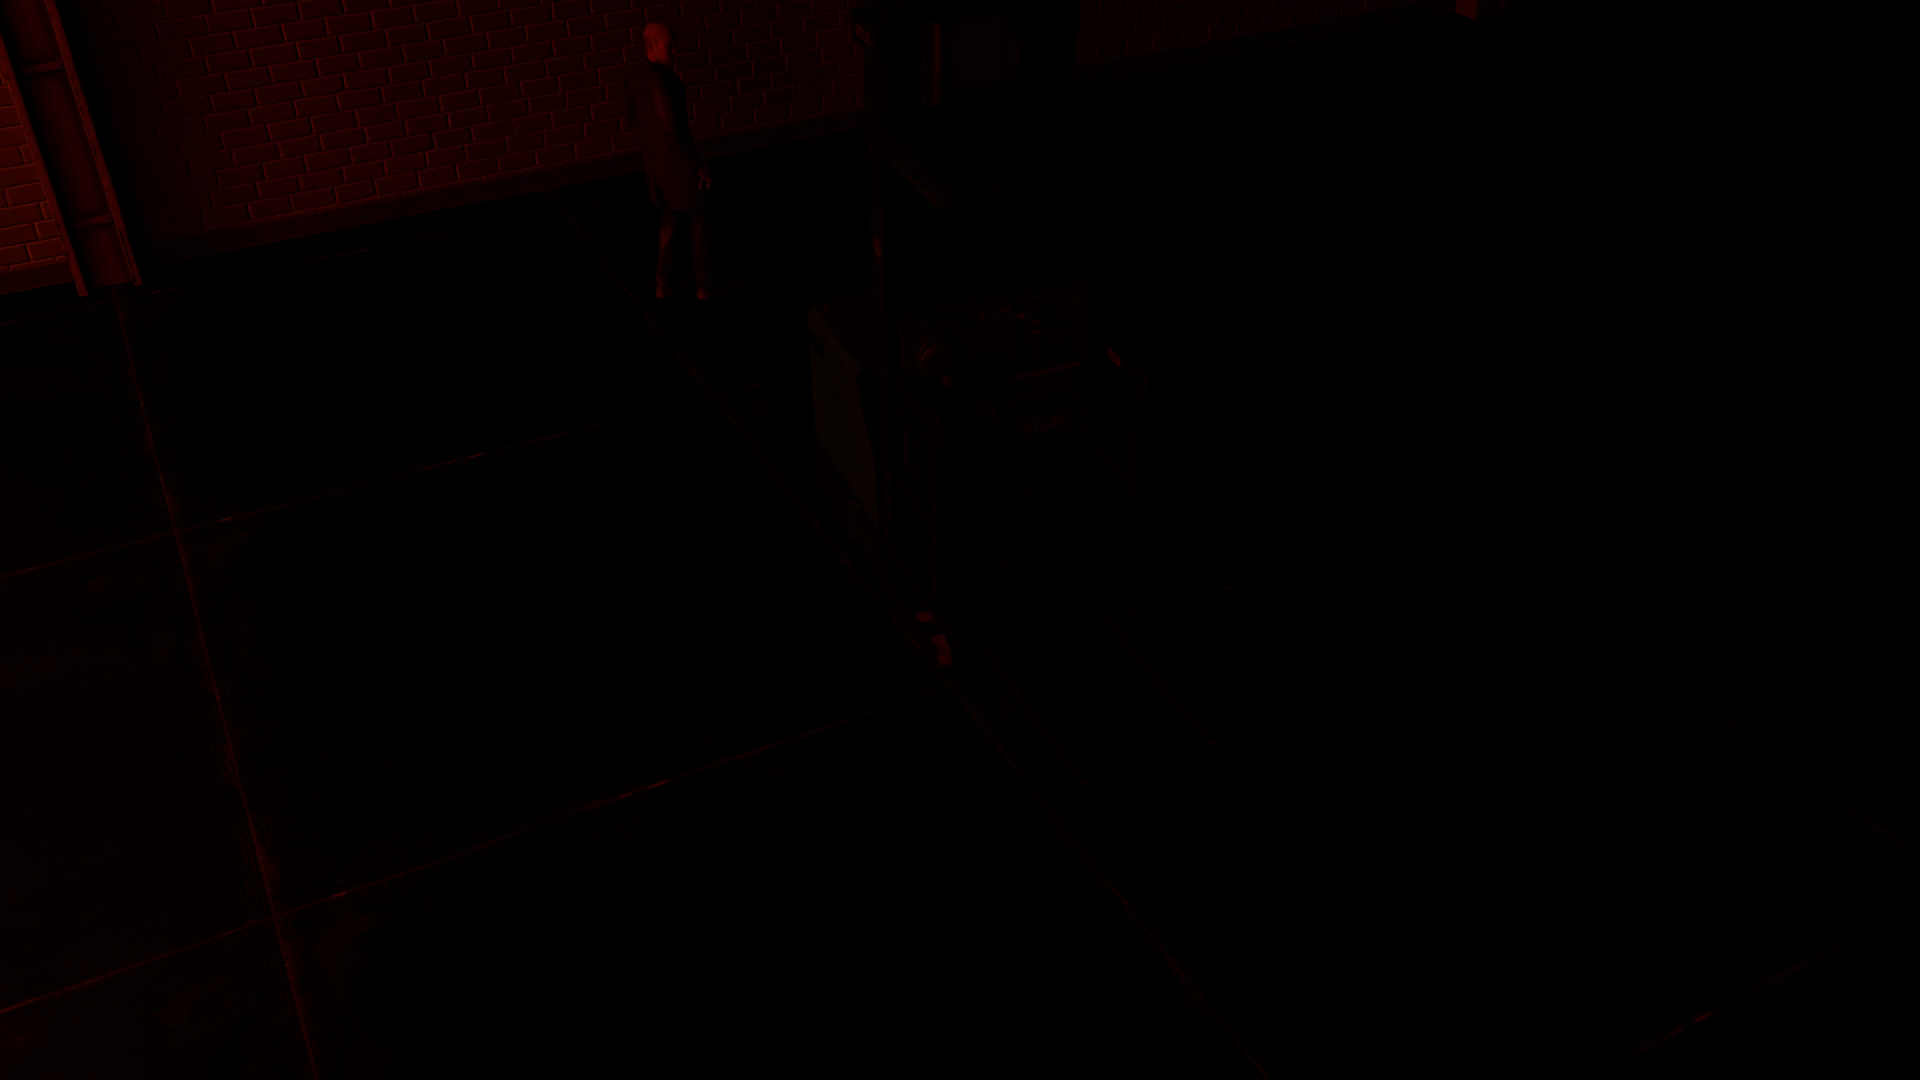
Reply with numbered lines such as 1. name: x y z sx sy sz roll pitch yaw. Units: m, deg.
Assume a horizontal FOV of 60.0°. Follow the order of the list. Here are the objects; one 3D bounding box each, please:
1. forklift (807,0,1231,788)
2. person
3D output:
1. forklift: 0.247 -0.874 7.360 1.130 2.935 3.031 -14 38 -19
2. person: -1.760 -2.397 10.526 0.561 1.766 0.787 -27 43 -33
